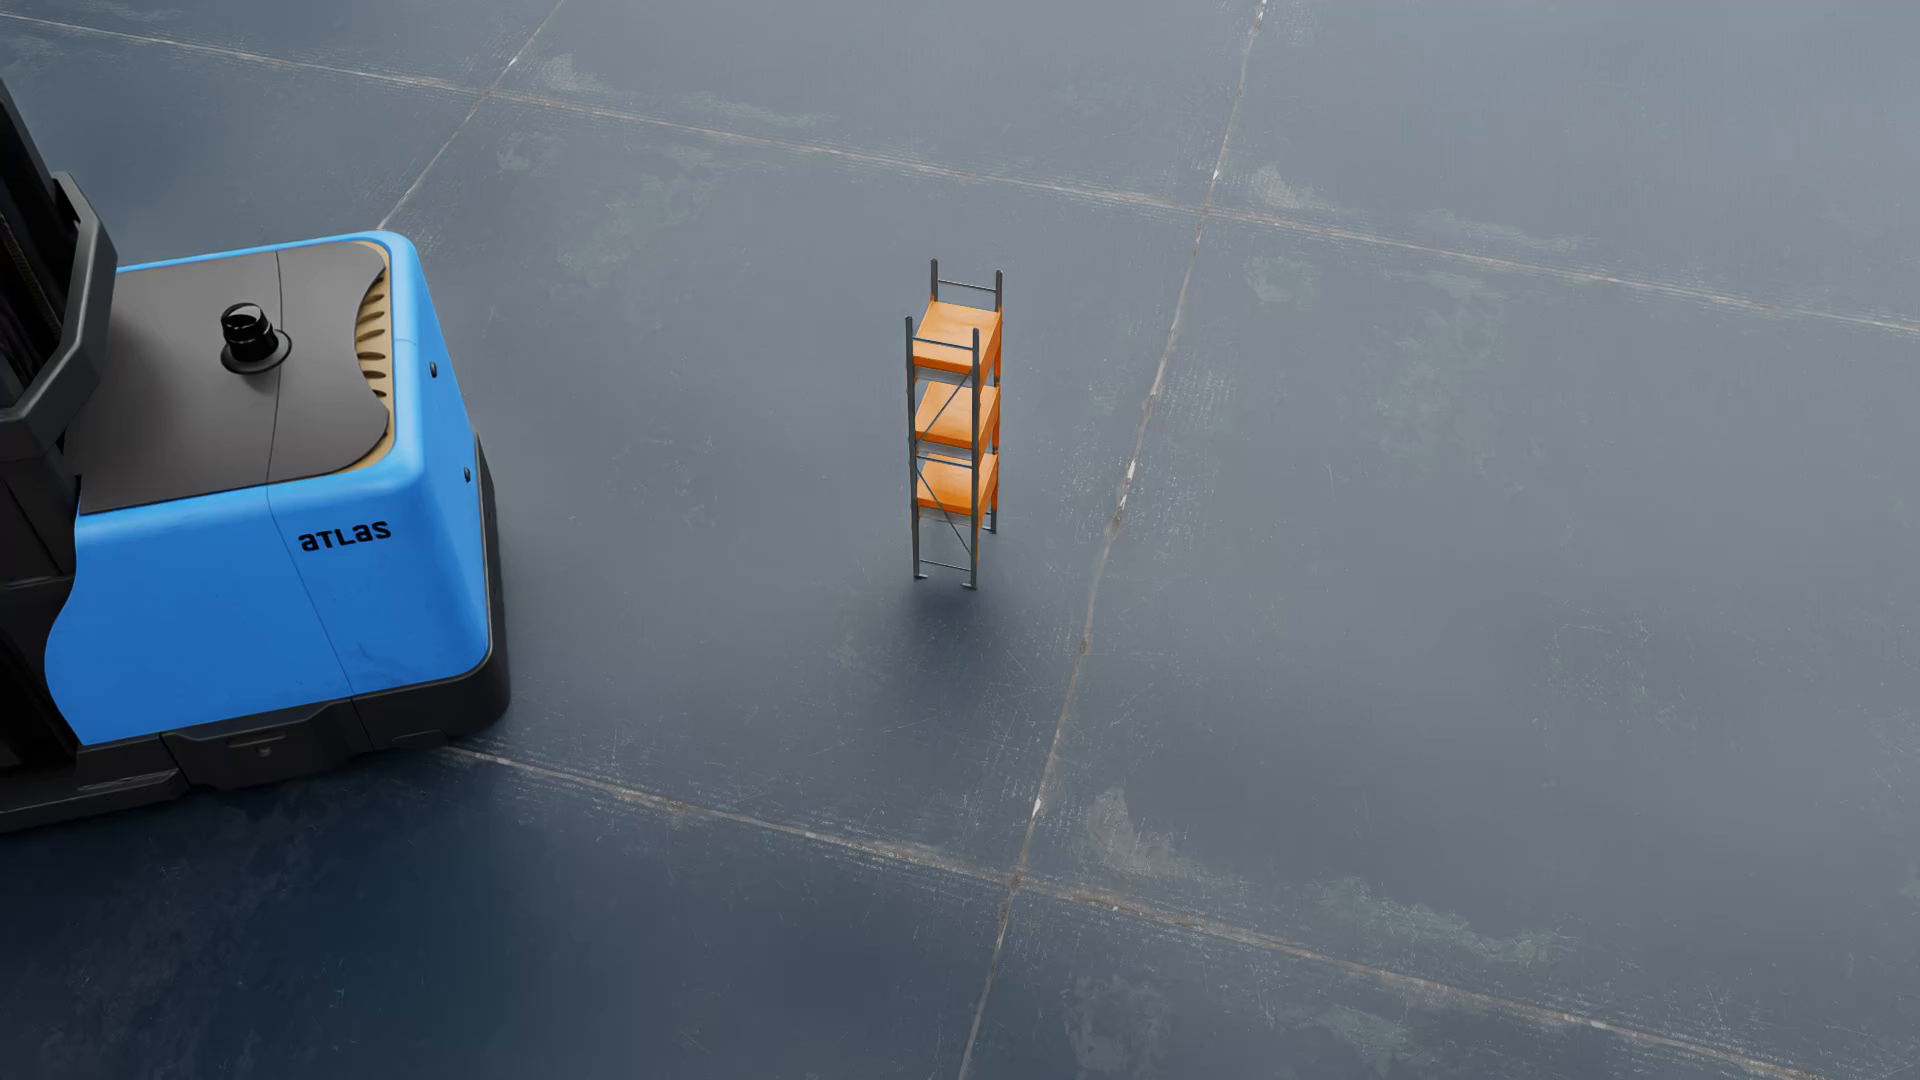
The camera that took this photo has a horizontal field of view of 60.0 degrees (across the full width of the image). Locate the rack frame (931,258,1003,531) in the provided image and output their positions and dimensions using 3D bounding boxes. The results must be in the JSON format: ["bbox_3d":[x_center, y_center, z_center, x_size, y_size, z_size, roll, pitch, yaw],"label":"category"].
[{"bbox_3d":[0.018,-0.397,4.900,0.200,1.050,0.008,12,50,10],"label":"rack frame"}]

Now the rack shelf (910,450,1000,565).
[{"bbox_3d":[-0.014,-0.118,5.039,0.215,0.259,0.240,12,50,10],"label":"rack shelf"}]

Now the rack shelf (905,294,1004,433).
[{"bbox_3d":[-0.014,-0.489,4.617,0.215,0.259,0.240,12,50,10],"label":"rack shelf"}]

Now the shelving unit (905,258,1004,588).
[{"bbox_3d":[-0.014,-0.309,4.822,0.215,1.050,0.252,12,50,10],"label":"shelving unit"}]

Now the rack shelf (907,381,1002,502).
[{"bbox_3d":[-0.014,-0.302,4.830,0.215,0.259,0.240,12,50,10],"label":"rack shelf"}]

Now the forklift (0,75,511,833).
[{"bbox_3d":[-2.858,-0.514,3.749,3.031,2.935,1.130,-10,49,-9],"label":"forklift"}]

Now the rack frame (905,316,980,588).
[{"bbox_3d":[-0.046,-0.220,4.744,0.200,1.050,0.008,12,50,10],"label":"rack frame"}]
